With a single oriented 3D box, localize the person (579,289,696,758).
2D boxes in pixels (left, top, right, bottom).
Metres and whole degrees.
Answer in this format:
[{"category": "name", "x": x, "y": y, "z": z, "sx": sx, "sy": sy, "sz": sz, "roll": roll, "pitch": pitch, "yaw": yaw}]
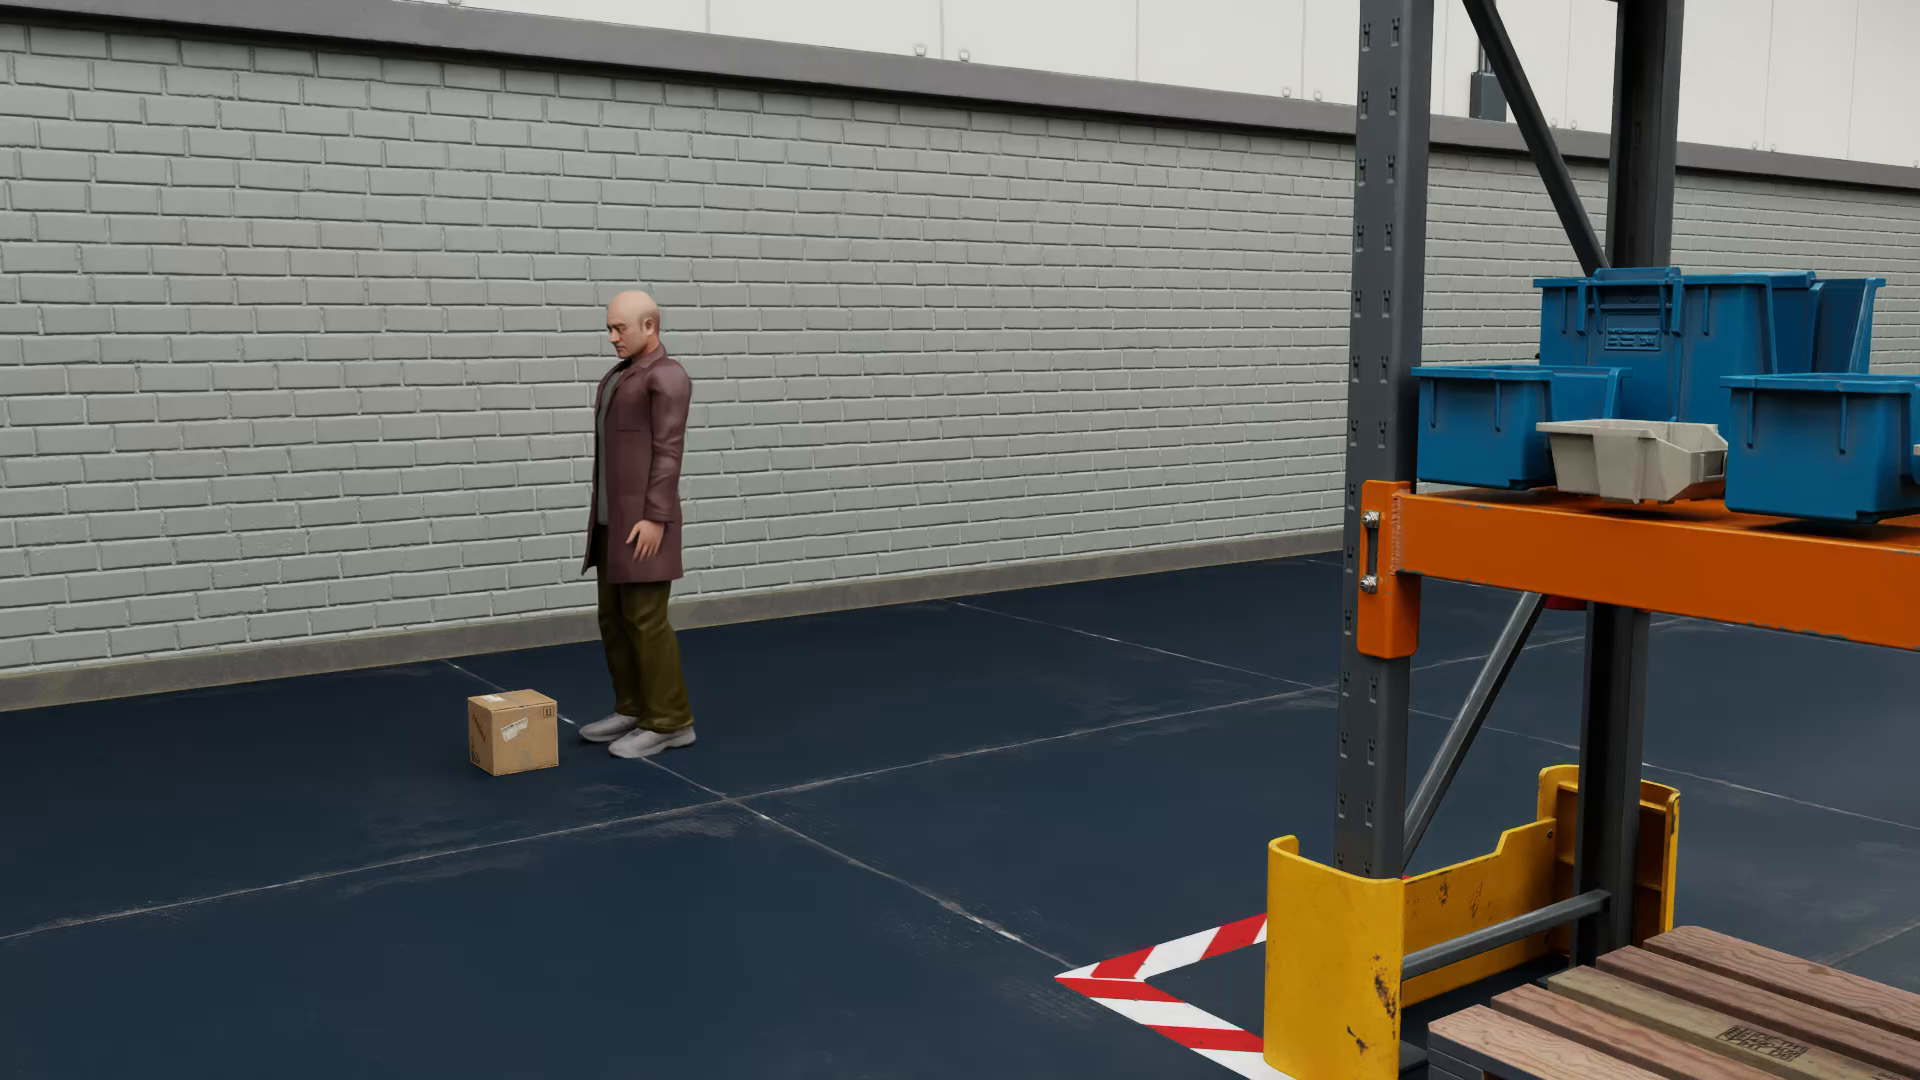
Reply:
[{"category": "person", "x": -1.253, "y": -0.068, "z": 6.418, "sx": 0.380, "sy": 1.779, "sz": 0.562, "roll": -5, "pitch": 9, "yaw": -35}]
